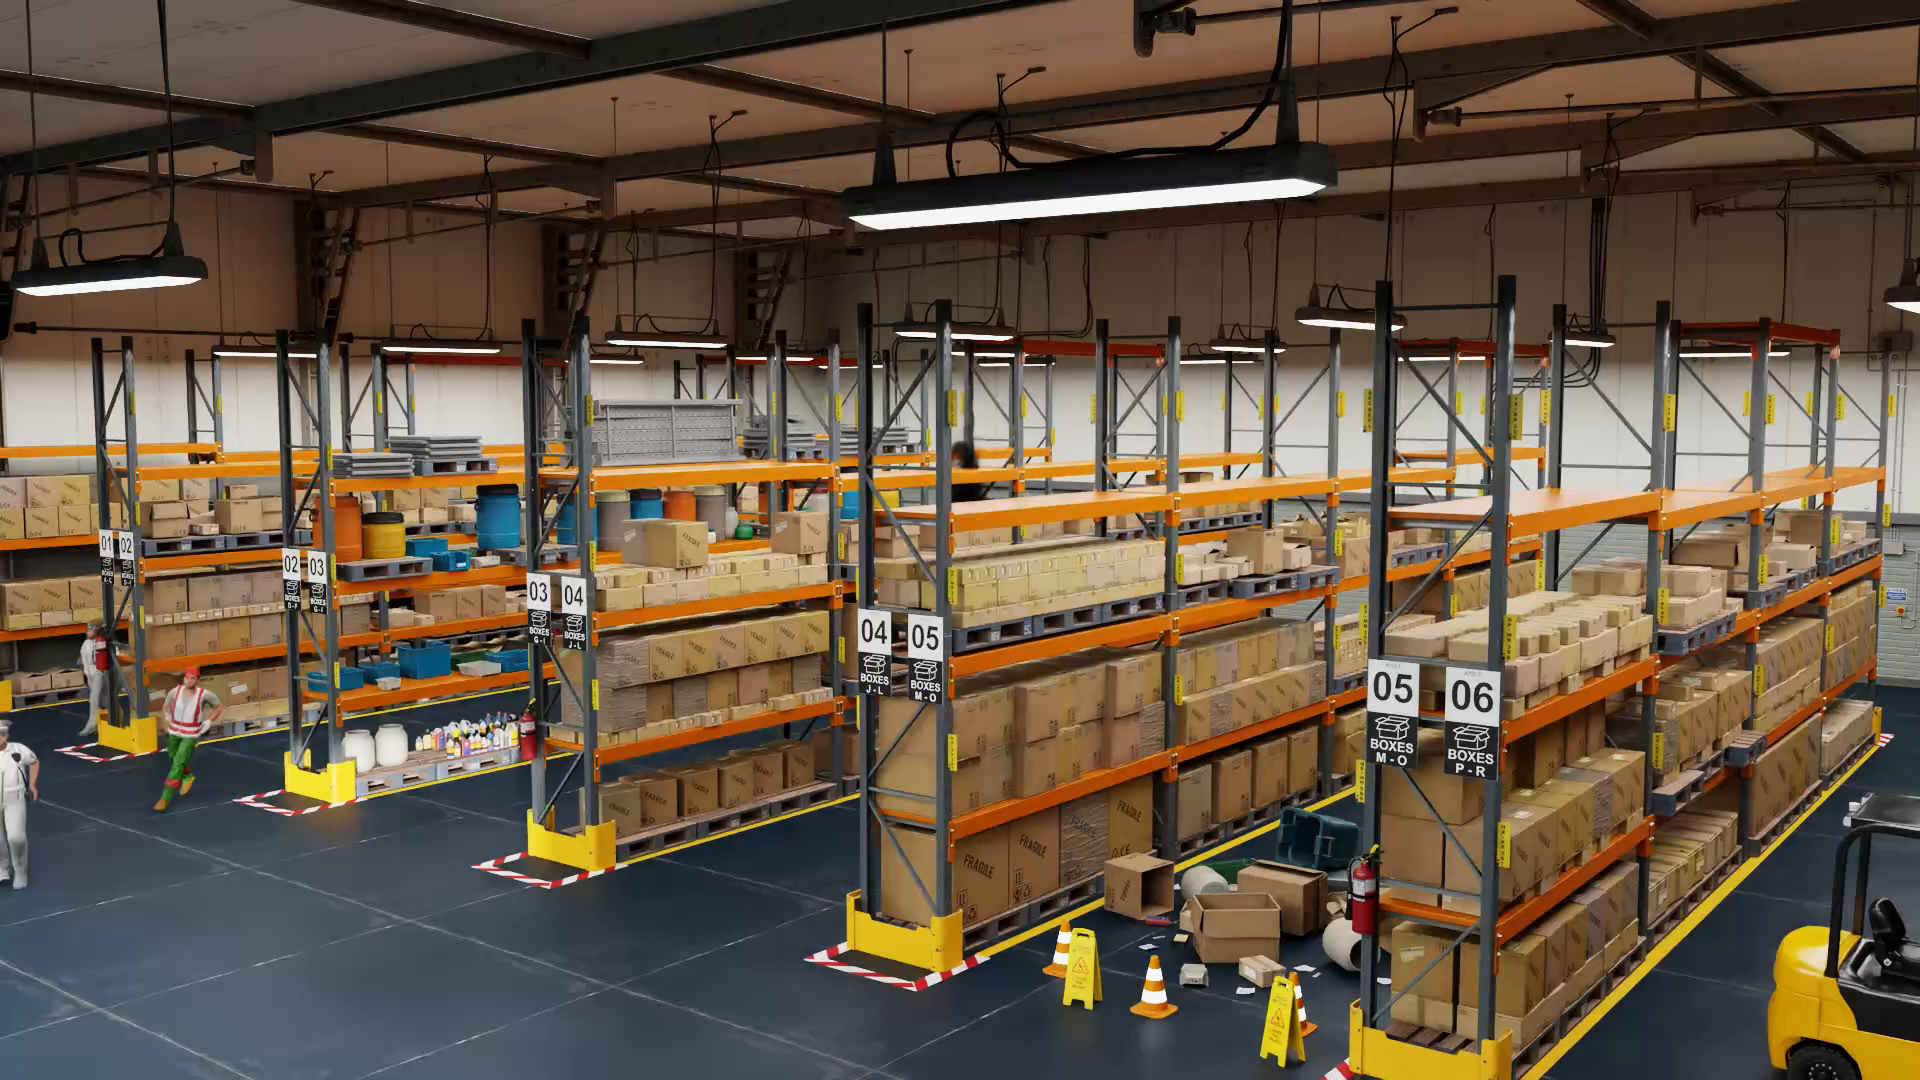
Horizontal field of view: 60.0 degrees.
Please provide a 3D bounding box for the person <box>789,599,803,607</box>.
[{"bbox_3d":[-3.226,1.459,32.470,0.685,1.844,0.793,3,6,28],"label":"person"}]

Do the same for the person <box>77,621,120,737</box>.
[{"bbox_3d":[-13.216,2.078,25.455,0.633,1.699,0.912,2,5,25],"label":"person"}]

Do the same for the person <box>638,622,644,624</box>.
[{"bbox_3d":[-5.268,1.851,27.927,0.644,1.751,0.642,3,6,30],"label":"person"}]

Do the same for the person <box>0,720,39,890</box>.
[{"bbox_3d":[-10.021,2.779,17.435,0.637,1.818,0.736,-2,5,-25],"label":"person"}]

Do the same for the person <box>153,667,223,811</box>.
[{"bbox_3d":[-9.718,2.457,20.991,0.672,1.757,0.952,0,5,3],"label":"person"}]
